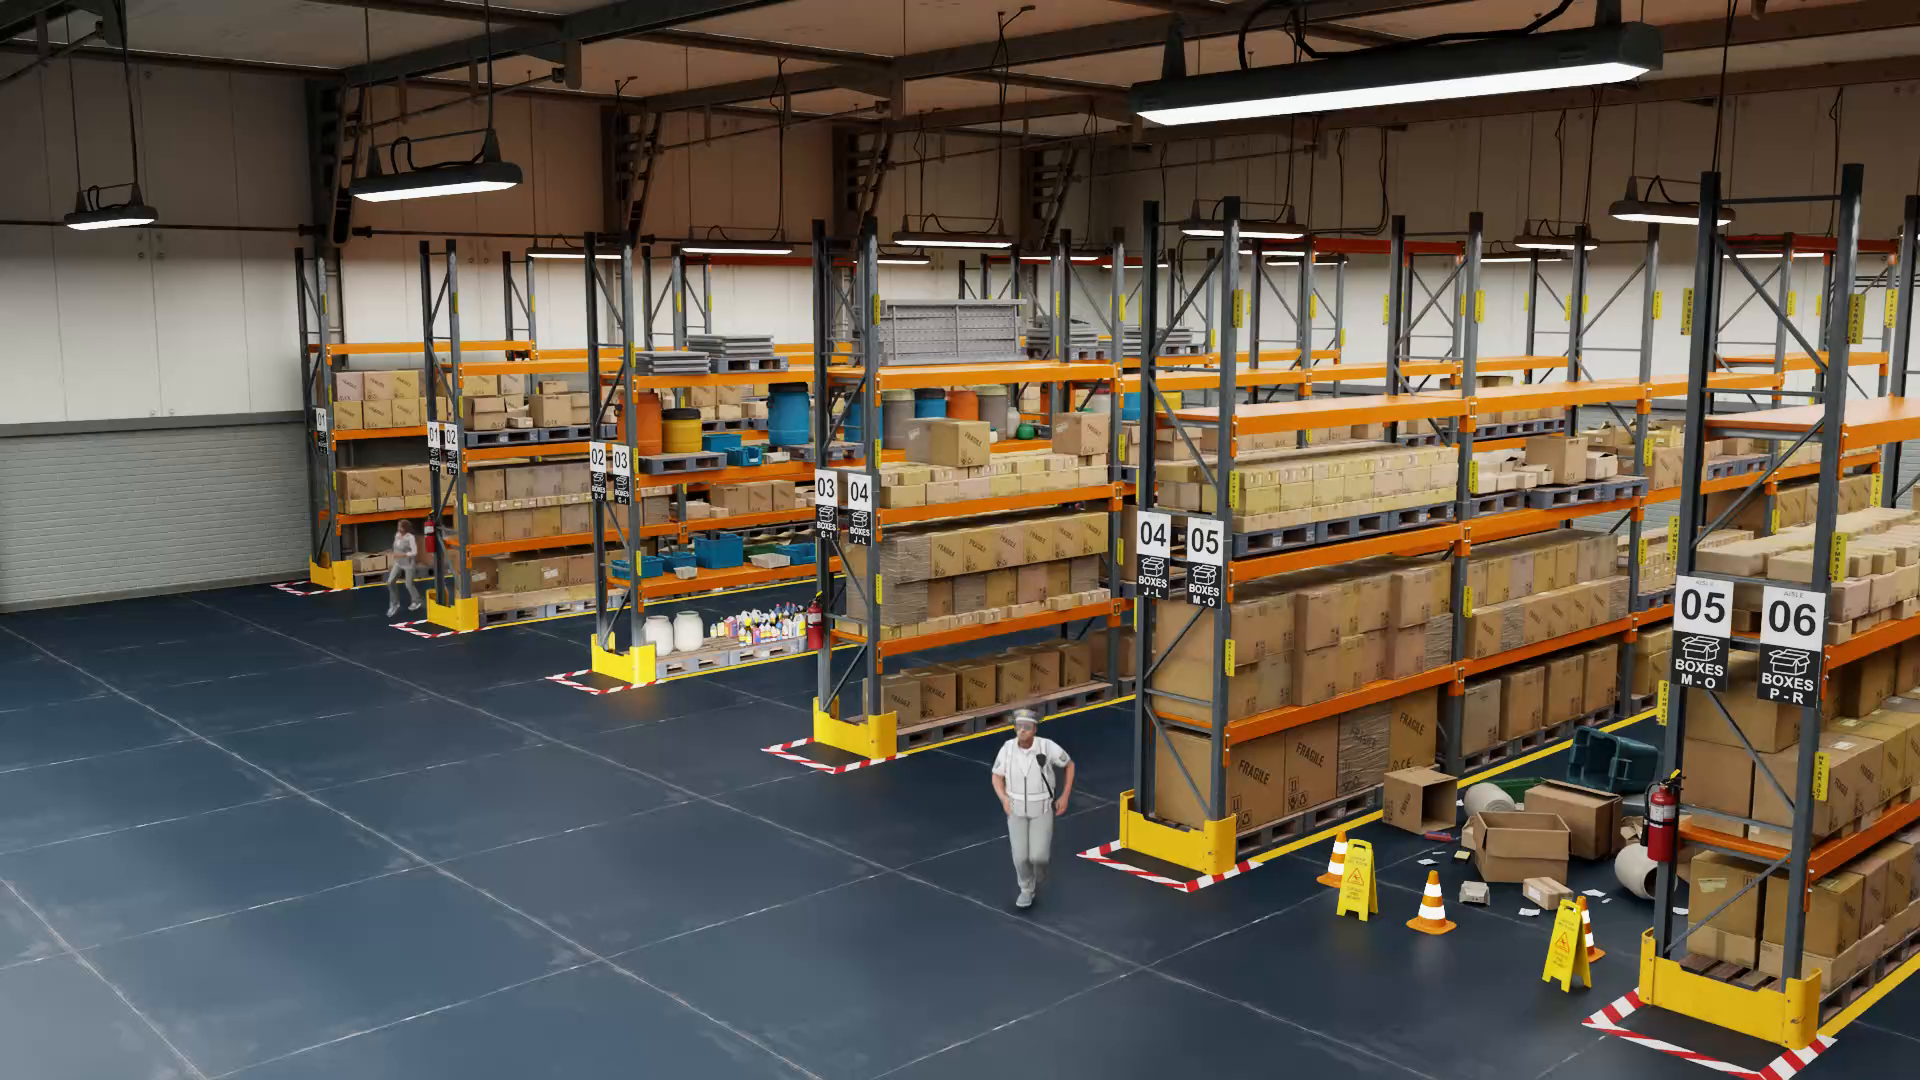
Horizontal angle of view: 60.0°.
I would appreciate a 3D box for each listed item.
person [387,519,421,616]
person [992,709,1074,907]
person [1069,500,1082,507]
[{"bbox_3d":[-8.993,0.447,27.053,0.546,1.592,0.695,3,9,22],"label":"person"},{"bbox_3d":[0.597,2.265,14.048,0.684,1.741,0.667,2,9,14],"label":"person"},{"bbox_3d":[2.385,-0.465,32.874,0.659,1.716,0.987,8,11,42],"label":"person"}]
